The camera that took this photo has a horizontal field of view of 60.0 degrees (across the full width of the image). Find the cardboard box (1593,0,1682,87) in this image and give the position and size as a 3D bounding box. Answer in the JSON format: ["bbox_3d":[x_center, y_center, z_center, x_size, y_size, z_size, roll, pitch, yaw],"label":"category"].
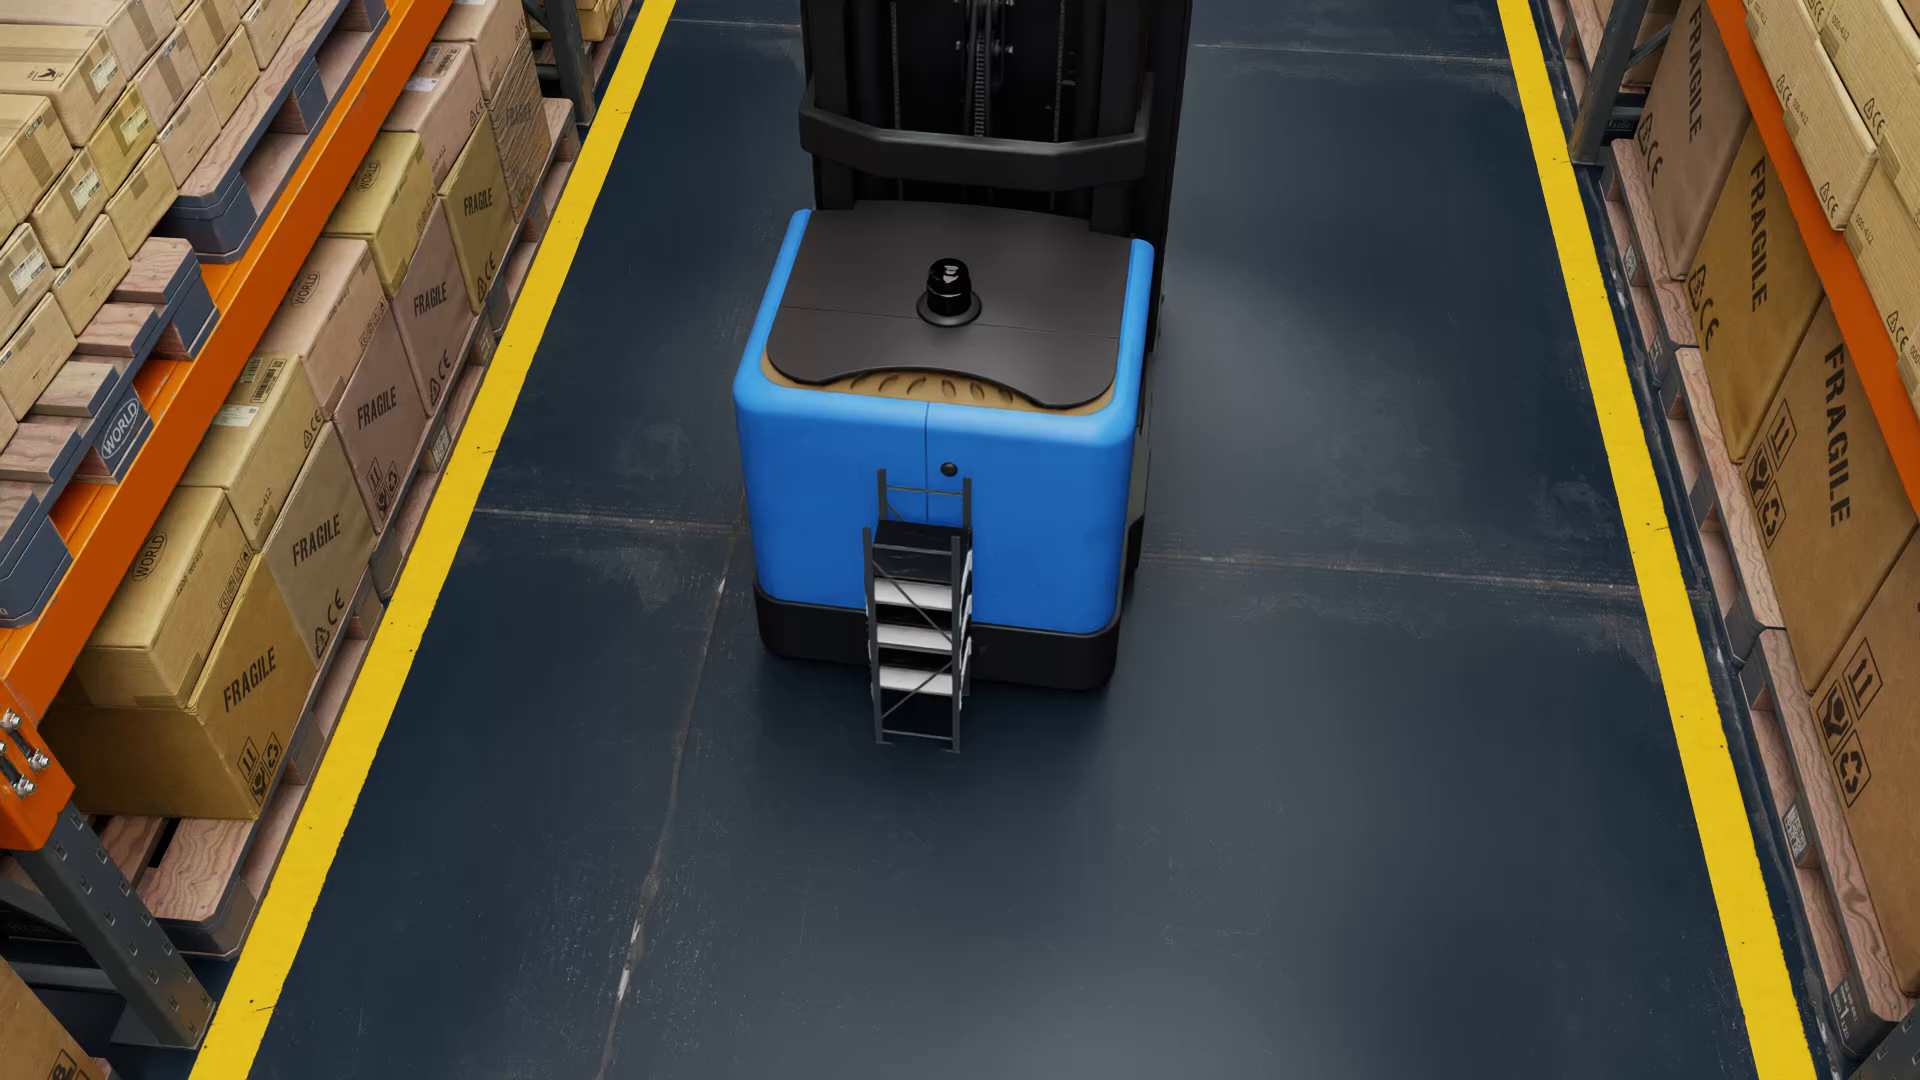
[{"bbox_3d":[3.098,-2.243,6.720,0.875,0.438,0.875,3,48,3],"label":"cardboard box"}]

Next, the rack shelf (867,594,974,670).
[{"bbox_3d":[-0.105,0.233,4.472,0.258,0.077,0.200,6,48,6],"label":"rack shelf"}]

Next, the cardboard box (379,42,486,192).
[{"bbox_3d":[-1.881,-1.380,5.381,0.500,0.250,0.500,6,48,5],"label":"cardboard box"}]

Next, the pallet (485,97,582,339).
[{"bbox_3d":[-2.074,-1.257,6.257,1.003,0.211,1.213,4,48,4],"label":"pallet"}]

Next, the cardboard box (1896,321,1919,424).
[{"bbox_3d":[2.388,-0.287,3.582,0.500,0.250,0.500,5,48,4],"label":"cardboard box"}]

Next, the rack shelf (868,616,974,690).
[{"bbox_3d":[-0.105,0.294,4.538,0.258,0.077,0.200,6,48,6],"label":"rack shelf"}]

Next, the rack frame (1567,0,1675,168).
[{"bbox_3d":[2.934,-2.512,5.514,1.000,3.000,0.127,4,48,4],"label":"rack frame"}]

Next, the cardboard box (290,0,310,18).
[{"bbox_3d":[-1.959,-1.564,4.534,0.380,0.149,0.250,6,48,5],"label":"cardboard box"}]

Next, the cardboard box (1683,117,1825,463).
[{"bbox_3d":[2.883,-0.811,5.114,0.875,0.875,0.875,5,48,5],"label":"cardboard box"}]

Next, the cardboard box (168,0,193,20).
[{"bbox_3d":[-2.016,-1.381,3.963,0.380,0.149,0.250,5,48,5],"label":"cardboard box"}]

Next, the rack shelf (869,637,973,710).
[{"bbox_3d":[-0.105,0.355,4.605,0.258,0.077,0.200,6,48,6],"label":"rack shelf"}]

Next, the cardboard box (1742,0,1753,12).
[{"bbox_3d":[2.585,-1.775,4.942,0.500,0.250,0.500,3,48,3],"label":"cardboard box"}]

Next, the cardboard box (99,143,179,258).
[{"bbox_3d":[-2.056,-0.797,3.832,0.380,0.149,0.250,6,48,5],"label":"cardboard box"}]

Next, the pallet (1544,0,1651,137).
[{"bbox_3d":[3.081,-2.124,7.050,1.003,0.211,1.213,4,48,4],"label":"pallet"}]

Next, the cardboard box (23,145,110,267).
[{"bbox_3d":[-2.081,-0.726,3.565,0.380,0.149,0.250,3,48,2],"label":"cardboard box"}]

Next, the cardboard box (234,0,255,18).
[{"bbox_3d":[-1.988,-1.475,4.250,0.380,0.149,0.250,5,48,5],"label":"cardboard box"}]

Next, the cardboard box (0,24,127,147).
[{"bbox_3d":[-2.061,-0.987,3.603,0.380,0.149,0.250,2,48,2],"label":"cardboard box"}]

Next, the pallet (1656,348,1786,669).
[{"bbox_3d":[2.830,-0.099,5.198,1.003,0.211,1.213,4,48,4],"label":"pallet"}]

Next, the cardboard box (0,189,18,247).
[{"bbox_3d":[-2.112,-0.613,3.260,0.380,0.149,0.250,3,48,2],"label":"cardboard box"}]

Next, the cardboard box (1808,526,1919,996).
[{"bbox_3d":[2.715,0.501,3.914,0.875,0.875,0.875,3,48,3],"label":"cardboard box"}]

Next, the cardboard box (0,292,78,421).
[{"bbox_3d":[-2.103,-0.400,3.469,0.380,0.149,0.250,6,48,5],"label":"cardboard box"}]

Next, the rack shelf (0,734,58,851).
[{"bbox_3d":[-2.551,1.882,1.984,1.077,0.370,4.000,4,48,4],"label":"rack shelf"}]

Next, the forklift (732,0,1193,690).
[{"bbox_3d":[0.134,-1.661,4.783,1.130,2.935,3.031,6,48,6],"label":"forklift"}]

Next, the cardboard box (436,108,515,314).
[{"bbox_3d":[-1.868,-1.131,5.661,0.500,0.500,0.500,3,48,3],"label":"cardboard box"}]

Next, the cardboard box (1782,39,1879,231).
[{"bbox_3d":[2.468,-1.033,4.263,0.500,0.250,0.500,3,48,3],"label":"cardboard box"}]

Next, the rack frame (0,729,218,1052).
[{"bbox_3d":[-2.369,0.169,3.063,1.000,3.000,0.127,4,48,4],"label":"rack frame"}]

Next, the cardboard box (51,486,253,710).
[{"bbox_3d":[-2.065,0.128,4.002,0.500,0.250,0.500,2,48,2],"label":"cardboard box"}]

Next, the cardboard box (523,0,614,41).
[{"bbox_3d":[-1.651,-2.196,6.873,0.380,0.149,0.250,2,48,2],"label":"cardboard box"}]

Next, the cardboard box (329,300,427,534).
[{"bbox_3d":[-1.966,-0.379,4.973,0.500,0.500,0.500,3,48,3],"label":"cardboard box"}]

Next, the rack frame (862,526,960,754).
[{"bbox_3d":[-0.120,0.285,4.380,0.240,0.900,0.006,6,48,6],"label":"rack frame"}]

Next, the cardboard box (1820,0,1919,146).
[{"bbox_3d":[2.477,-1.200,4.077,0.500,0.250,0.500,3,48,2],"label":"cardboard box"}]

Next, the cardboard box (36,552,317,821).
[{"bbox_3d":[-2.051,0.368,4.290,0.500,0.500,0.500,2,48,2],"label":"cardboard box"}]

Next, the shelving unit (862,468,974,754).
[{"bbox_3d":[-0.105,0.211,4.447,0.258,0.900,0.210,6,48,6],"label":"shelving unit"}]

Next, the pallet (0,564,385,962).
[{"bbox_3d":[-2.296,0.536,4.617,1.003,0.211,1.213,4,48,4],"label":"pallet"}]

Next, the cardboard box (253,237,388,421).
[{"bbox_3d":[-1.961,-0.608,4.674,0.500,0.250,0.500,4,48,4],"label":"cardboard box"}]

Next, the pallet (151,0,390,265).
[{"bbox_3d":[-2.229,-1.224,4.466,1.003,0.211,1.213,4,48,4],"label":"pallet"}]

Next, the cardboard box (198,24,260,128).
[{"bbox_3d":[-2.008,-1.177,4.180,0.380,0.149,0.250,4,48,4],"label":"cardboard box"}]

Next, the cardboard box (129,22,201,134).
[{"bbox_3d":[-2.035,-1.094,3.902,0.380,0.149,0.250,4,48,4],"label":"cardboard box"}]
